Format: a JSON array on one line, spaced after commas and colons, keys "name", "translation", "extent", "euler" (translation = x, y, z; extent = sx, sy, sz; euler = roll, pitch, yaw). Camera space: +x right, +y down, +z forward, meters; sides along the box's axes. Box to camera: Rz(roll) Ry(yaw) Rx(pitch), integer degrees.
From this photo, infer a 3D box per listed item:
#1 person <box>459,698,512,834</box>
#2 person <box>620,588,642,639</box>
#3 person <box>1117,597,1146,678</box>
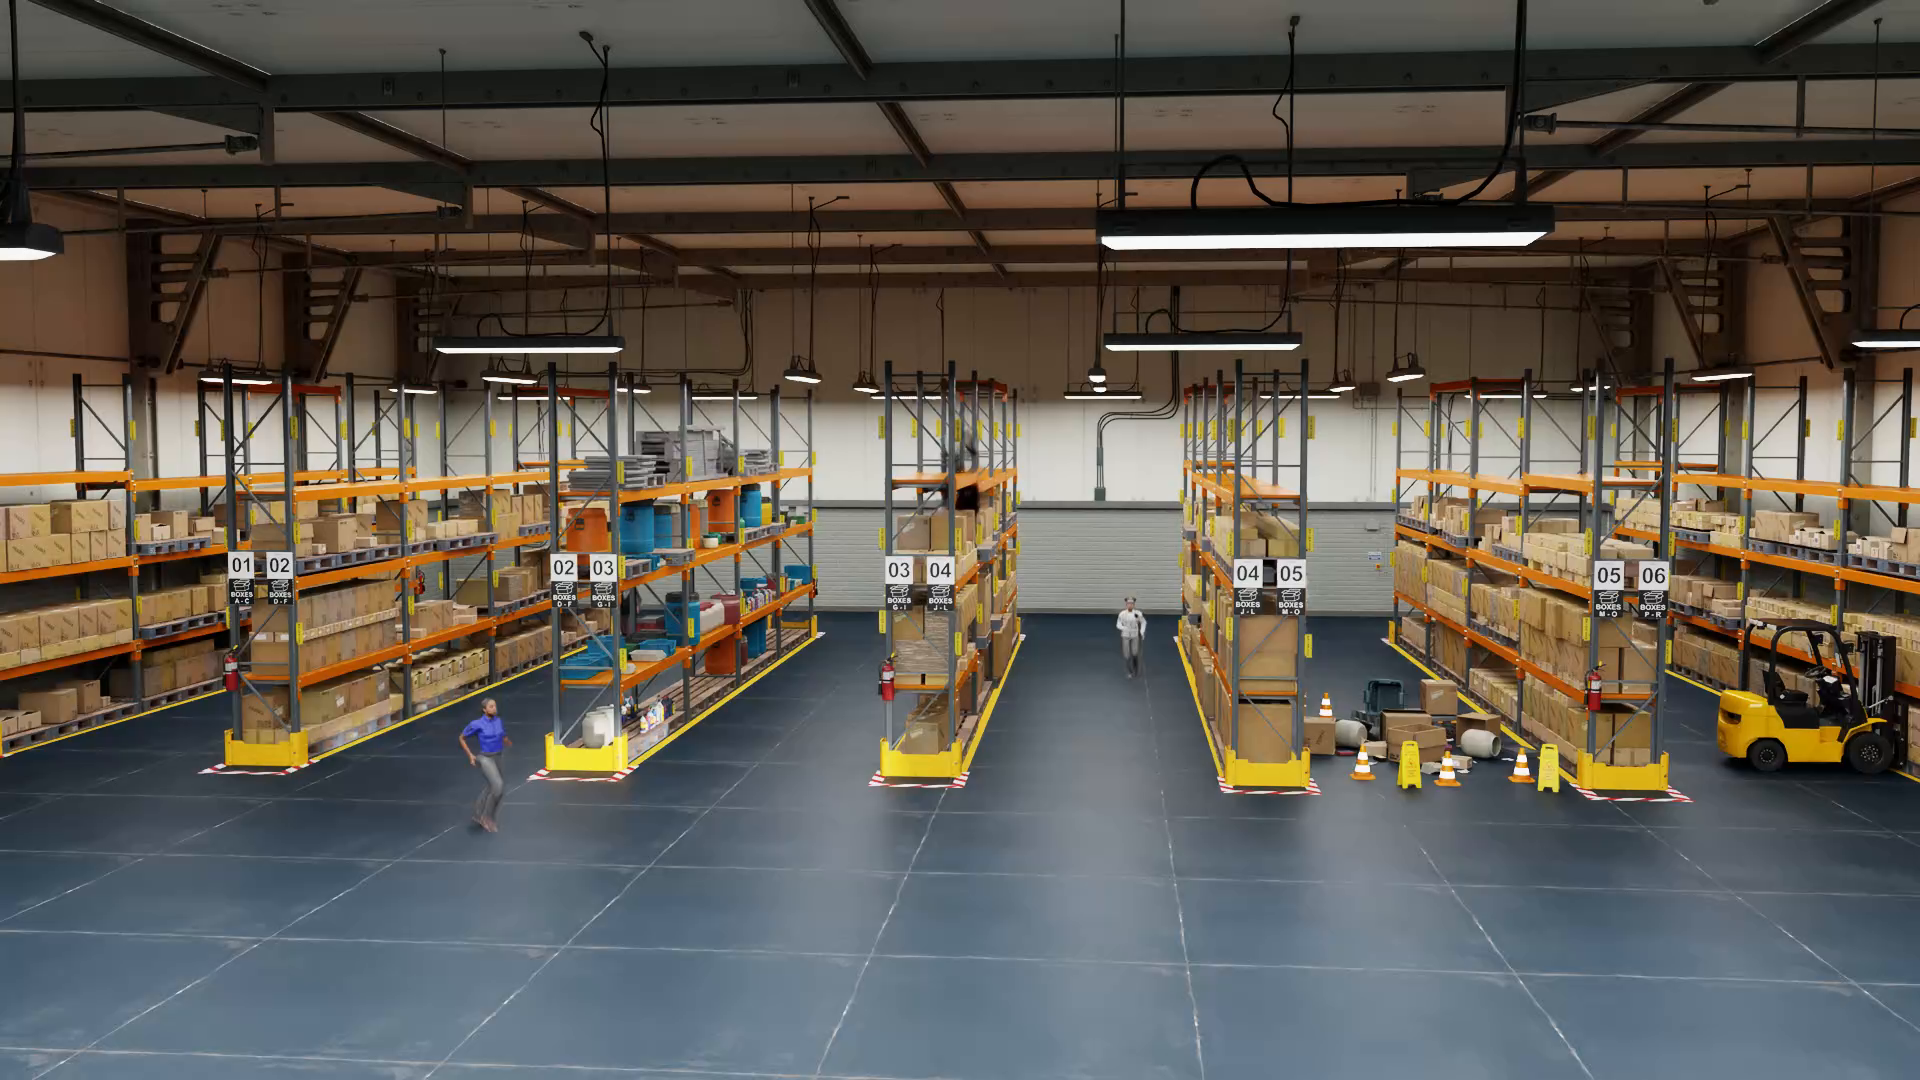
[{"name": "person", "translation": [-5.866, 2.816, 20.783], "extent": [0.701, 1.693, 0.542], "euler": [2, 4, 26]}, {"name": "person", "translation": [-7.485, 1.693, 37.395], "extent": [0.647, 1.720, 0.906], "euler": [0, 4, -2]}, {"name": "person", "translation": [3.453, 1.964, 33.391], "extent": [0.559, 1.655, 0.619], "euler": [1, 4, 8]}]
